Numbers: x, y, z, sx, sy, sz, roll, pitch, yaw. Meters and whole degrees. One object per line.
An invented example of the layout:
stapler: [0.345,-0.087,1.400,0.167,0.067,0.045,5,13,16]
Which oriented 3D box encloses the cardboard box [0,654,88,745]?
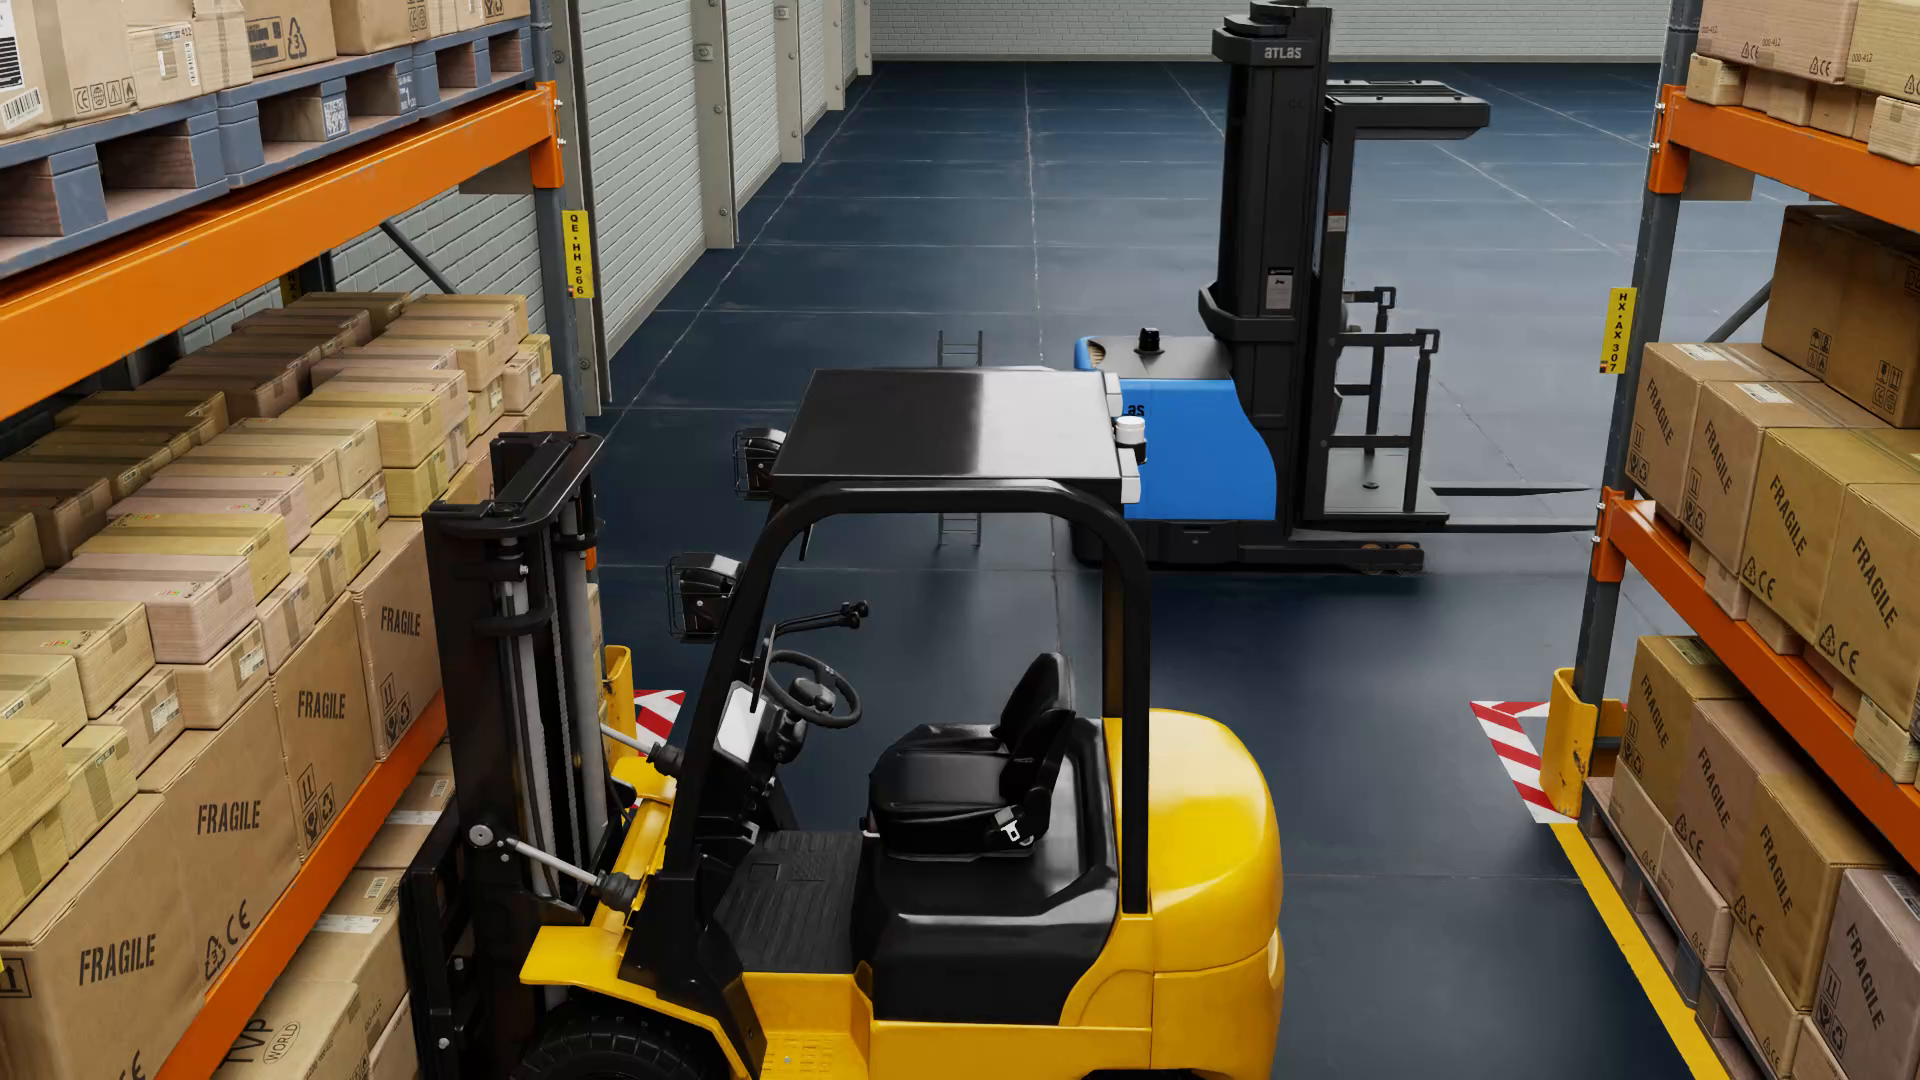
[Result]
cardboard box: [-1.882,0.328,3.090,0.380,0.149,0.250,1,21,2]

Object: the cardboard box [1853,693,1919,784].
cardboard box: [2.616,0.522,4.385,0.380,0.149,0.250,1,21,2]

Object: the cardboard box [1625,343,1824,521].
cardboard box: [2.704,-0.386,5.828,0.500,0.500,0.500,0,21,1]

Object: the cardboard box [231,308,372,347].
cardboard box: [-2.261,-0.696,5.729,0.380,0.149,0.250,1,21,3]

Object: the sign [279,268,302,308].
sign: [-2.521,-0.871,6.322,0.100,0.325,0.005,1,21,2]

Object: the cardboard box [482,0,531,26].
cardboard box: [-1.736,-1.947,5.397,0.500,0.500,0.500,1,21,3]

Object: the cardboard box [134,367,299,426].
cardboard box: [-2.231,-0.416,5.009,0.380,0.149,0.250,1,21,3]

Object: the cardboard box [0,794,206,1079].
cardboard box: [-1.813,0.820,3.132,0.500,0.500,0.500,0,21,0]

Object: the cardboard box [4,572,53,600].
cardboard box: [-2.275,0.186,3.867,0.380,0.149,0.250,1,21,3]

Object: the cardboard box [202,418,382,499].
cardboard box: [-1.807,-0.224,4.513,0.380,0.149,0.250,1,21,2]

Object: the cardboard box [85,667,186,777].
cardboard box: [-1.829,0.374,3.383,0.380,0.149,0.250,1,21,2]

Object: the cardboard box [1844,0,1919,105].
cardboard box: [2.698,-1.288,4.352,0.500,0.250,0.500,1,21,3]

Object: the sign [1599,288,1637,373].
sign: [2.453,-0.779,6.193,0.100,0.325,0.005,1,21,2]

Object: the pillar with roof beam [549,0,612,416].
pillar with roof beam: [1.597,-5.100,10.232,9.100,9.000,0.400,1,21,2]

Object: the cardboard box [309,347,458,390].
cardboard box: [-1.806,-0.505,5.237,0.380,0.149,0.250,1,21,2]

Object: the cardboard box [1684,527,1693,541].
cardboard box: [2.785,-0.040,5.833,0.380,0.149,0.250,1,21,2]

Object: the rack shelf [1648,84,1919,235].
rack shelf: [2.934,-0.709,4.058,1.077,0.370,4.000,1,21,2]

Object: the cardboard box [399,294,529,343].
cardboard box: [-1.766,-0.778,5.942,0.380,0.149,0.250,1,21,2]

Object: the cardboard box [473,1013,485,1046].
cardboard box: [-1.707,1.385,5.032,0.500,0.250,0.500,1,21,3]

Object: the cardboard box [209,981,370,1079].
cardboard box: [-1.734,1.287,3.902,0.500,0.250,0.500,1,21,2]

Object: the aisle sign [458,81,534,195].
aisle sign: [-1.671,-1.655,6.054,0.394,0.787,0.004,1,21,2]

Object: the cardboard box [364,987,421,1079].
cardboard box: [-1.724,1.342,4.454,0.500,0.250,0.500,0,21,1]

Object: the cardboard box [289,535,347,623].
cardboard box: [-1.748,0.100,4.090,0.380,0.149,0.250,0,21,0]

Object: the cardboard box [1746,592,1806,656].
cardboard box: [2.667,0.240,5.111,0.380,0.149,0.250,1,21,3]

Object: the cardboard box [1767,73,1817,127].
cardboard box: [2.700,-1.343,5.044,0.380,0.149,0.250,1,21,3]

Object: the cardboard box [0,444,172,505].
cardboard box: [-2.270,-0.137,4.288,0.380,0.149,0.250,1,21,3]

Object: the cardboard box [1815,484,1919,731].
cardboard box: [2.670,0.169,4.397,0.500,0.500,0.500,0,21,1]

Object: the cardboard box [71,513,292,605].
cardboard box: [-1.774,0.050,3.807,0.380,0.149,0.250,0,21,1]

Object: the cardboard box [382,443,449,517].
cardboard box: [-1.711,-0.179,4.809,0.380,0.149,0.250,1,21,2]

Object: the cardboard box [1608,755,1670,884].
cardboard box: [2.694,1.005,6.011,0.500,0.250,0.500,0,21,1]

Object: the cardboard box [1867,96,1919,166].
cardboard box: [2.625,-1.067,4.333,0.380,0.149,0.250,1,21,2]

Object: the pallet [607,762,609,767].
pallet: [-1.948,1.154,6.262,1.003,0.211,1.213,1,21,2]

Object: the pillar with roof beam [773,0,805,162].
pillar with roof beam: [1.962,-9.438,21.414,9.100,9.000,0.400,1,21,2]

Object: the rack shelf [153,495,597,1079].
rack shelf: [-2.027,0.636,4.738,1.077,0.370,4.000,1,21,2]

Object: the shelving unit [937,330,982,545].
shelving unit: [0.000,-0.565,9.325,0.258,1.200,0.189,1,21,2]

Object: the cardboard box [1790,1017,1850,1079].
cardboard box: [2.649,1.570,4.557,0.500,0.250,0.500,1,21,2]

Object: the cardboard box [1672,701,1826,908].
cardboard box: [2.683,0.854,5.366,0.500,0.500,0.500,0,21,0]

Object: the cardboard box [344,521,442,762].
cardboard box: [-1.763,0.266,4.558,0.500,0.500,0.500,1,21,2]

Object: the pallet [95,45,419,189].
pallet: [-2.048,-1.082,4.147,1.003,0.211,1.213,1,21,2]

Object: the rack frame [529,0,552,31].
rack frame: [-1.966,-3.219,5.386,1.000,3.000,0.127,1,21,2]

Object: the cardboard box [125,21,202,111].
cardboard box: [-1.747,-0.937,3.278,0.380,0.149,0.250,1,21,3]

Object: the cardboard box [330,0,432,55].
cardboard box: [-1.867,-1.578,4.445,0.700,0.500,0.500,1,21,2]

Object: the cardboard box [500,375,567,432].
cardboard box: [-1.719,-0.288,5.987,0.500,0.500,0.500,0,21,0]

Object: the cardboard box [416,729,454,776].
cardboard box: [-1.684,0.735,5.327,0.500,0.250,0.500,1,21,2]

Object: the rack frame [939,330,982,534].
rack frame: [0.003,-0.598,9.411,0.240,1.200,0.006,1,21,2]

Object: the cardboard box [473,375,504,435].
cardboard box: [-1.744,-0.457,5.526,0.380,0.149,0.250,1,21,3]

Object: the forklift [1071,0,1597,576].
forklift: [2.156,-1.368,9.003,3.031,2.935,1.130,0,21,1]
